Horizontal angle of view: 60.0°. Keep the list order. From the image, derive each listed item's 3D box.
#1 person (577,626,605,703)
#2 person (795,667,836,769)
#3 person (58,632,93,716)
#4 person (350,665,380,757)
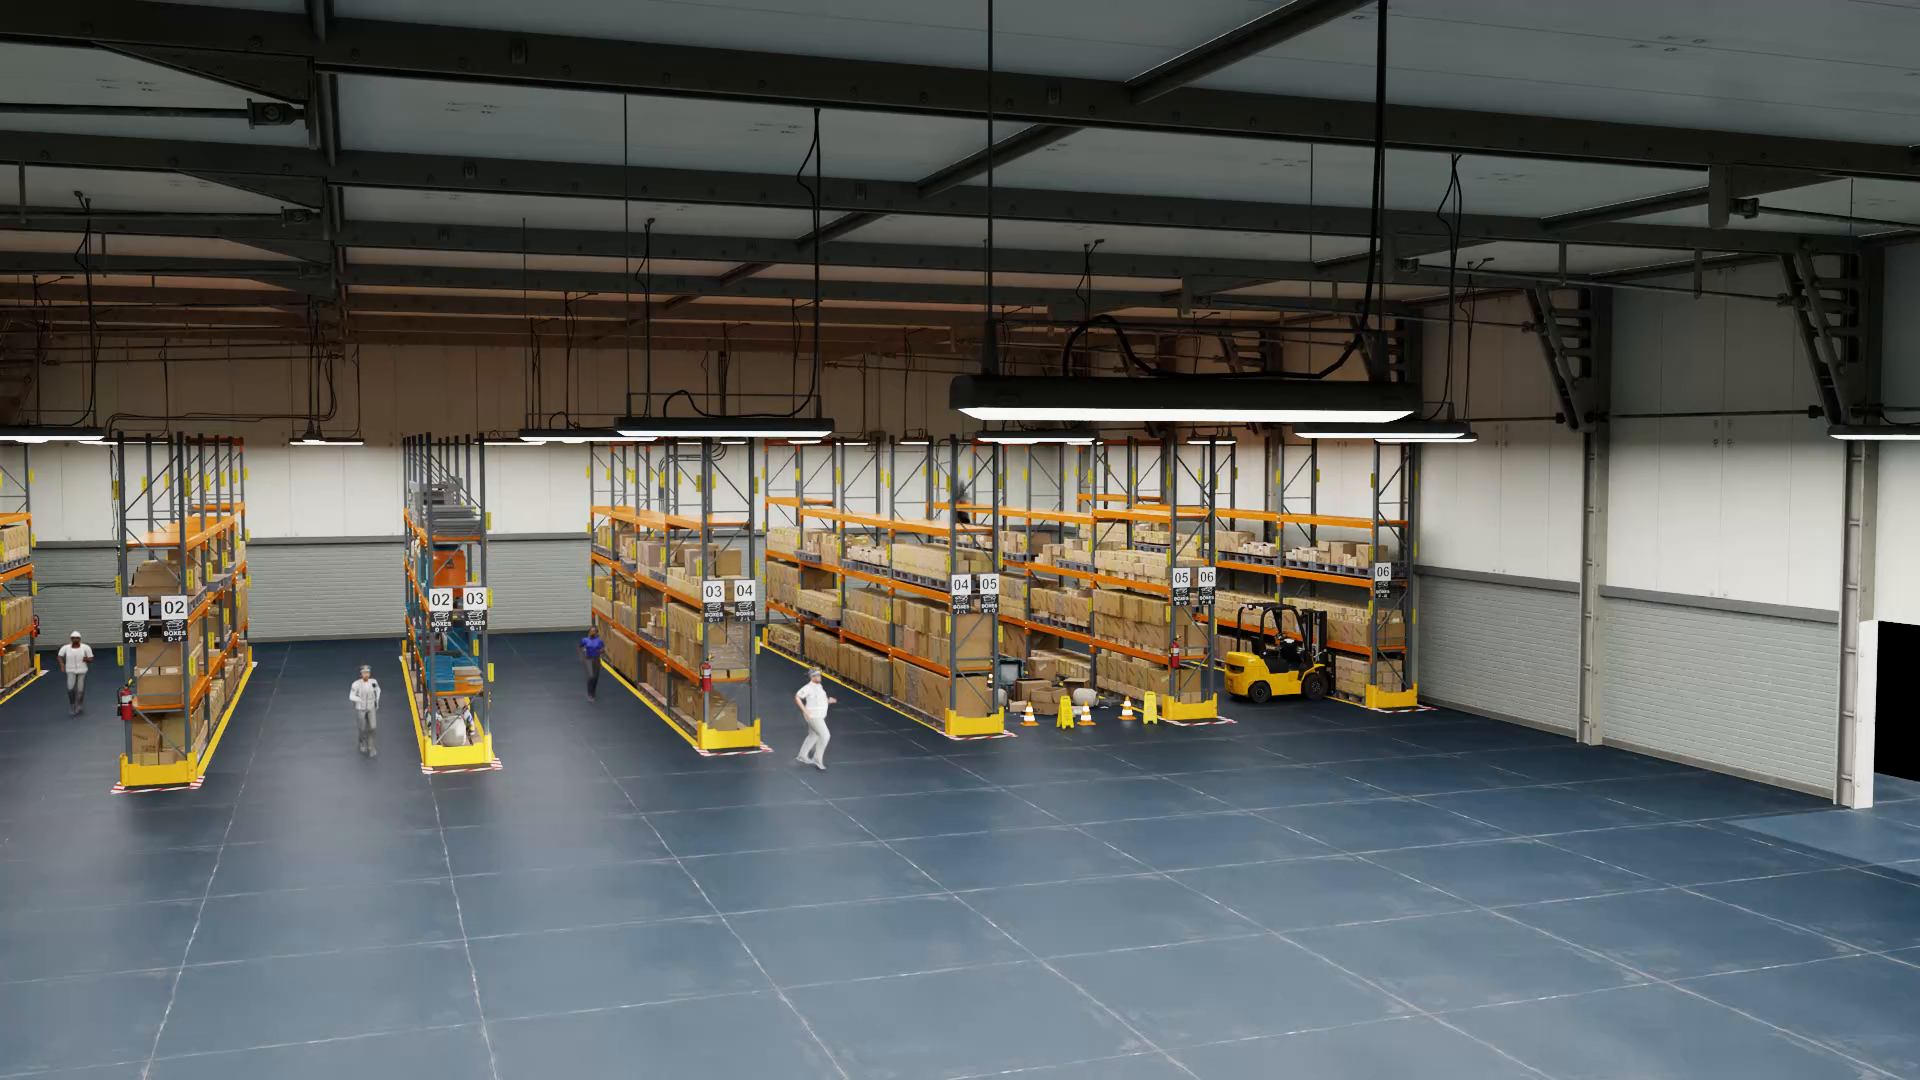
[{"bbox_3d":[-8.330,2.811,37.667,0.545,1.720,0.768,-2,4,-30],"label":"person"},{"bbox_3d":[-2.572,3.202,29.786,0.740,1.836,0.631,1,3,12],"label":"person"},{"bbox_3d":[-18.976,2.870,35.701,0.675,1.804,0.689,-2,4,-28],"label":"person"},{"bbox_3d":[-11.050,3.177,30.923,0.562,1.727,0.737,-1,3,-25],"label":"person"}]
